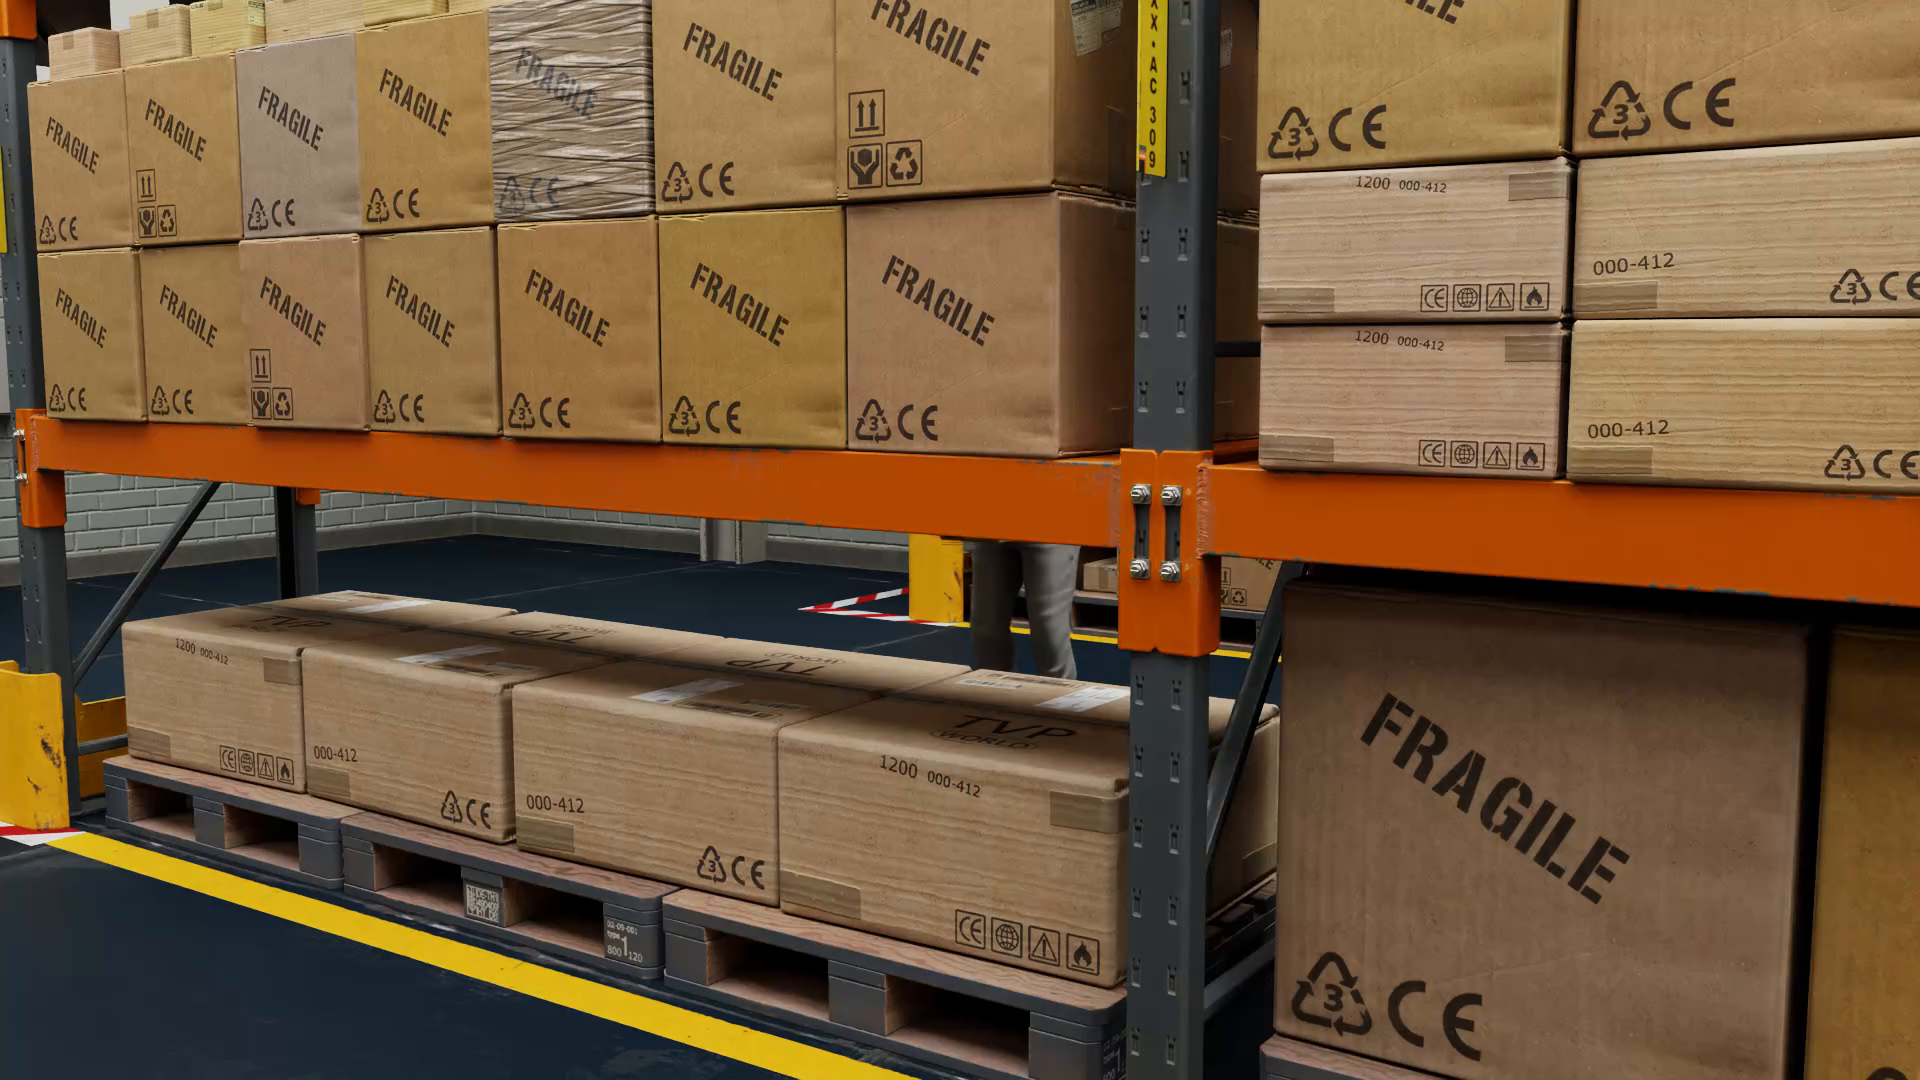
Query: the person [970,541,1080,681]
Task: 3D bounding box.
[{"bbox_3d":[0.204,-0.009,6.119,0.452,1.662,0.536,4,8,33],"label":"person"}]
